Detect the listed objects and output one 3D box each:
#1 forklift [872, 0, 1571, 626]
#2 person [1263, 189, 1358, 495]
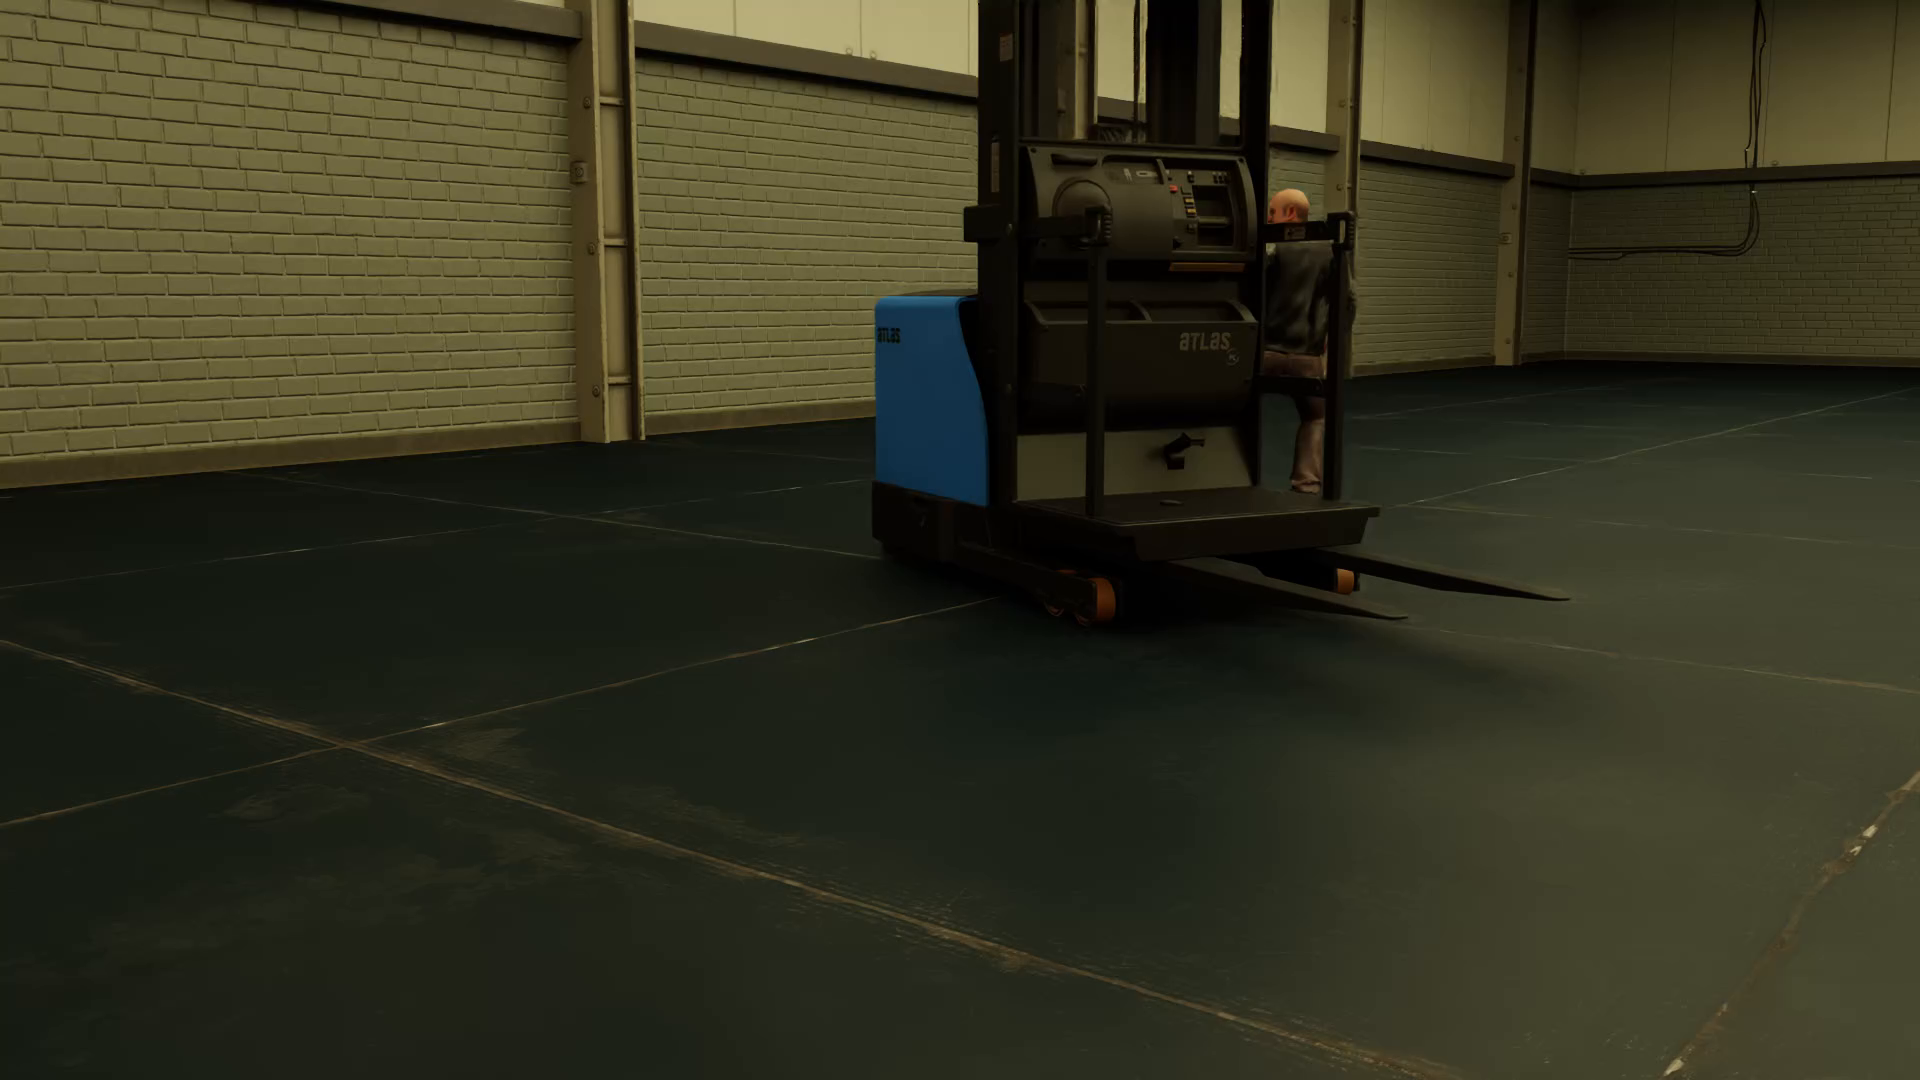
[{"bbox_3d":[0.756,-1.238,5.745,1.130,2.935,3.031,-4,9,-27],"label":"forklift"},{"bbox_3d":[1.633,-0.973,8.525,0.802,1.623,0.604,1,8,6],"label":"person"}]
